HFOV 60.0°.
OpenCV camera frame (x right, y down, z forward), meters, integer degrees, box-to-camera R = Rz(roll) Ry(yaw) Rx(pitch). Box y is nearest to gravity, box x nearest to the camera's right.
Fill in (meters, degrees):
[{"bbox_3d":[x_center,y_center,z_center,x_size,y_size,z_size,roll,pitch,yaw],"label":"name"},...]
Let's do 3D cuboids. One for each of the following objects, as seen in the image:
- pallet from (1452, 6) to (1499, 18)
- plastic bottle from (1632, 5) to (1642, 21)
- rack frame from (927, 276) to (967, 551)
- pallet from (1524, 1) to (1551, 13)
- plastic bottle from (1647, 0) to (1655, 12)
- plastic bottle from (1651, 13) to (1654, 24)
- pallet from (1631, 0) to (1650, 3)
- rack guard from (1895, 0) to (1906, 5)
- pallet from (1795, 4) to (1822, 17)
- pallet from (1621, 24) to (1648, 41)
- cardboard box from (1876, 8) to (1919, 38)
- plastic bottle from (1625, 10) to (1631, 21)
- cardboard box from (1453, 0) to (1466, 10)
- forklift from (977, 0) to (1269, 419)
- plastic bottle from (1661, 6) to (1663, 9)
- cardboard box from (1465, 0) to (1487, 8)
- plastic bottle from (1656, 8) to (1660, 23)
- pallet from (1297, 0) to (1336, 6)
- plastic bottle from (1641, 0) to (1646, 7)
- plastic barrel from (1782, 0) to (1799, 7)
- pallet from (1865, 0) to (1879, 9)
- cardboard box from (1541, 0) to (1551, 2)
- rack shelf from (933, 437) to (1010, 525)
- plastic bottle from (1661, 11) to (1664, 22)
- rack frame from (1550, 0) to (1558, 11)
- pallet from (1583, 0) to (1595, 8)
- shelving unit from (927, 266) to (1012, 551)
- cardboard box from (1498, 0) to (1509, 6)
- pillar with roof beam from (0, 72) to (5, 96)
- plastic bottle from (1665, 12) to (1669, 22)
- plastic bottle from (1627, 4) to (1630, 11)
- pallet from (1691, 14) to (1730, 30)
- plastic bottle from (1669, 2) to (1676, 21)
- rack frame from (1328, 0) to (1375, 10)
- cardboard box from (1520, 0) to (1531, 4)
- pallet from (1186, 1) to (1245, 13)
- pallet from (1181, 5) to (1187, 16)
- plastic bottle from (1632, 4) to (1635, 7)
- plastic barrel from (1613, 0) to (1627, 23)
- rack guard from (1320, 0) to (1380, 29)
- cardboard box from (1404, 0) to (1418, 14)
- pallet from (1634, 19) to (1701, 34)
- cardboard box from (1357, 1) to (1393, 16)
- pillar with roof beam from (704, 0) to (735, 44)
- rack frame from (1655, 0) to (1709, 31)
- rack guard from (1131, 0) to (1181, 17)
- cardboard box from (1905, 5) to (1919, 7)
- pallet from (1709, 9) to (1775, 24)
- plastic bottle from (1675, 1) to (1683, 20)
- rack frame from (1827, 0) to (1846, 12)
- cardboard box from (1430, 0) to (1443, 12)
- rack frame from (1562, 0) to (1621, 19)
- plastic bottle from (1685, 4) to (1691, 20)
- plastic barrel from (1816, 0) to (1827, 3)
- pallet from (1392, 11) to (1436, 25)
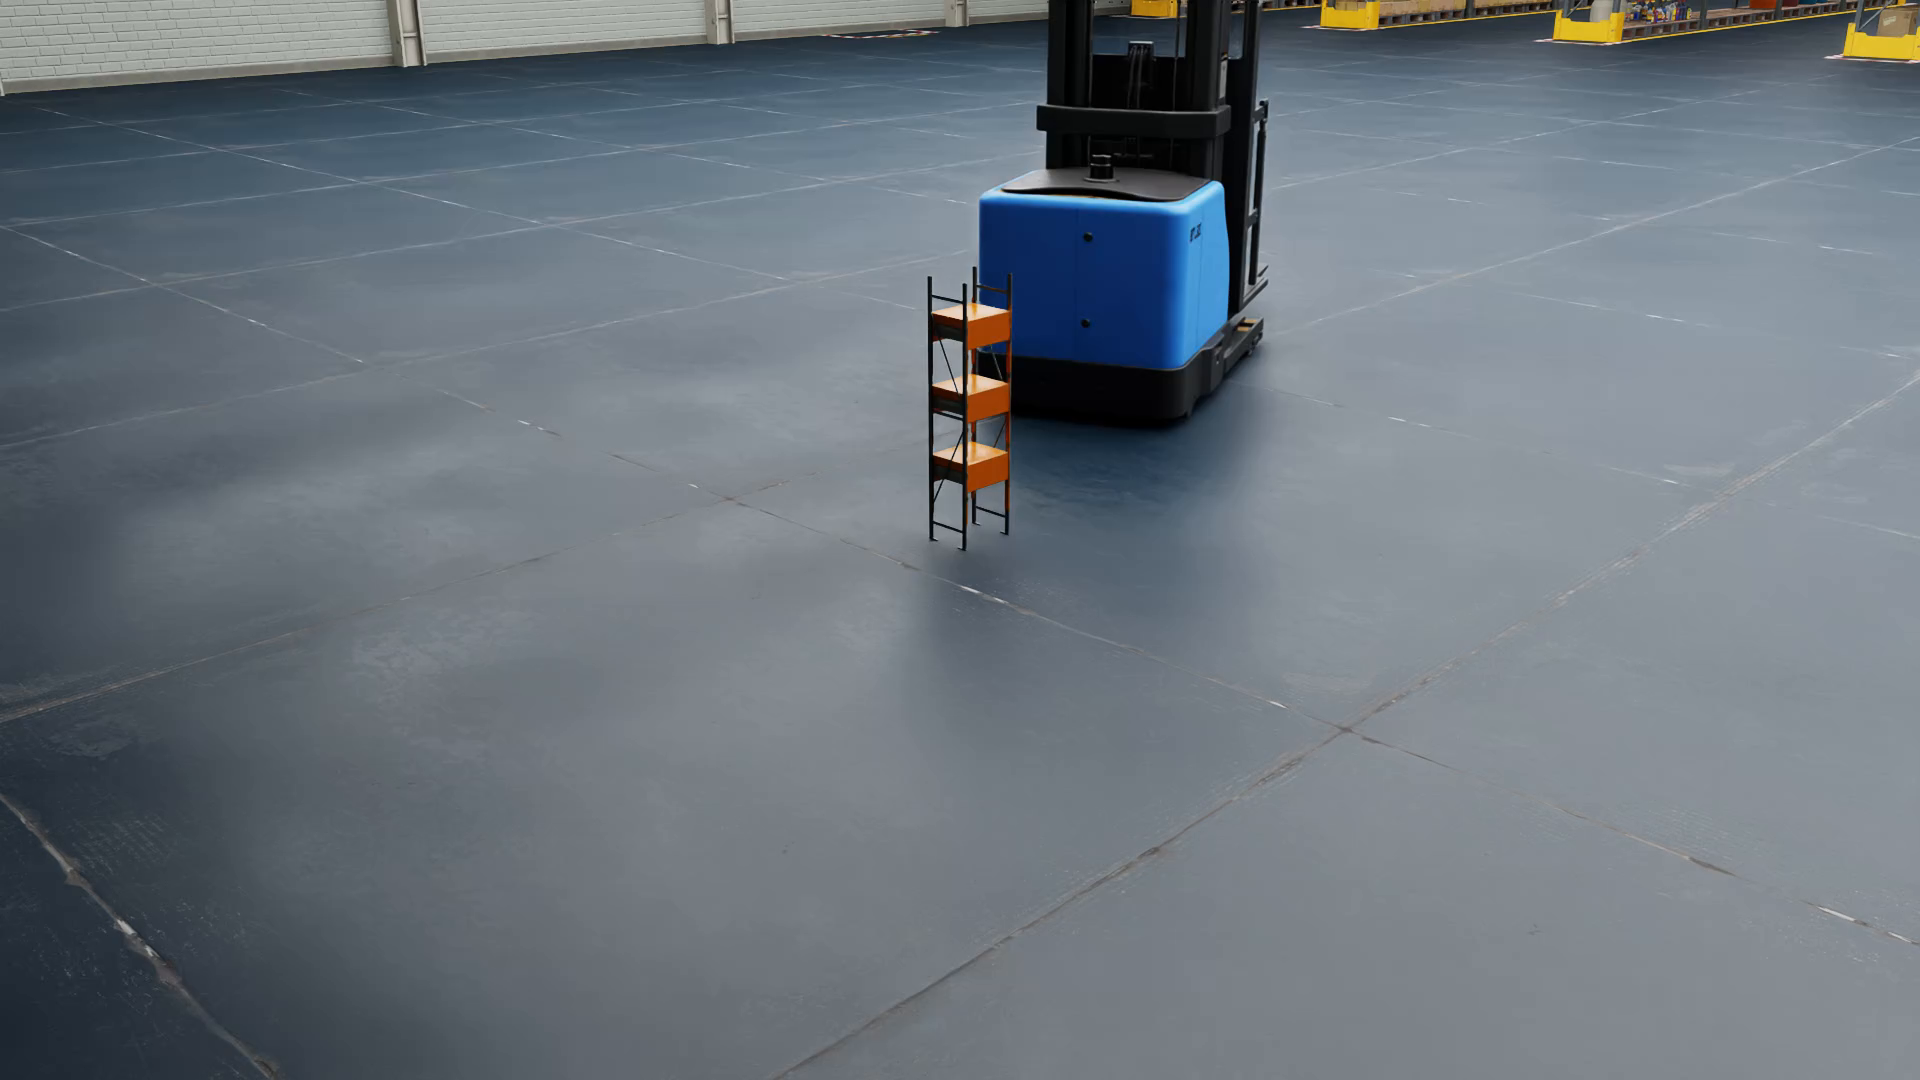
[{"bbox_3d":[11.079,-11.604,36.471,1.003,0.211,1.213,19,28,41],"label":"pallet"},{"bbox_3d":[12.975,-10.108,31.875,0.152,0.276,0.135,19,28,41],"label":"plastic bottle"},{"bbox_3d":[-0.048,-0.472,6.340,0.200,1.050,0.008,19,28,41],"label":"rack frame"},{"bbox_3d":[12.781,-12.231,38.103,1.003,0.211,1.213,19,28,41],"label":"pallet"},{"bbox_3d":[13.383,-10.295,32.258,0.144,0.351,0.185,19,28,41],"label":"plastic bottle"},{"bbox_3d":[12.910,-9.752,31.052,0.097,0.201,0.097,0,21,0],"label":"plastic bottle"},{"bbox_3d":[16.654,-13.638,41.762,1.003,0.211,1.213,19,28,41],"label":"pallet"},{"bbox_3d":[22.518,-13.393,40.723,1.175,0.500,0.348,19,28,41],"label":"rack guard"},{"bbox_3d":[18.301,-11.718,36.767,1.003,0.211,1.213,19,28,41],"label":"pallet"},{"bbox_3d":[11.939,-9.375,30.671,1.003,0.211,1.213,19,28,41],"label":"pallet"},{"bbox_3d":[15.346,-8.384,27.104,0.500,0.500,0.500,-14,25,-32],"label":"cardboard box"},{"bbox_3d":[12.711,-9.986,31.661,0.097,0.201,0.097,0,21,0],"label":"plastic bottle"},{"bbox_3d":[10.426,-11.445,35.418,0.500,0.250,0.500,19,28,41],"label":"cardboard box"},{"bbox_3d":[1.078,-2.435,8.825,1.130,2.935,3.031,8,22,20],"label":"forklift"},{"bbox_3d":[13.345,-10.019,31.633,0.061,0.283,0.133,19,28,41],"label":"plastic bottle"},{"bbox_3d":[11.052,-11.661,35.979,0.500,0.250,0.500,18,28,39],"label":"cardboard box"},{"bbox_3d":[13.076,-9.846,31.199,0.097,0.271,0.097,0,21,0],"label":"plastic bottle"},{"bbox_3d":[8.435,-13.160,40.518,1.003,0.211,1.213,19,28,41],"label":"pallet"},{"bbox_3d":[13.279,-10.331,32.352,0.185,0.351,0.144,-19,28,-41],"label":"plastic bottle"},{"bbox_3d":[18.047,-11.985,36.351,0.600,0.588,0.708,19,28,41],"label":"plastic barrel"},{"bbox_3d":[21.057,-12.735,39.412,1.003,0.211,1.213,19,28,41],"label":"pallet"},{"bbox_3d":[13.191,-12.451,38.035,0.500,0.250,0.500,-19,28,-41],"label":"cardboard box"},{"bbox_3d":[0.037,-0.234,6.526,0.215,0.259,0.240,19,28,41],"label":"rack shelf"},{"bbox_3d":[13.215,-9.864,31.345,0.097,0.201,0.097,0,21,0],"label":"plastic bottle"},{"bbox_3d":[13.384,-13.735,38.128,1.000,3.000,0.127,19,28,41],"label":"rack frame"},{"bbox_3d":[14.783,-12.928,39.915,1.003,0.211,1.213,19,28,41],"label":"pallet"},{"bbox_3d":[0.037,-0.504,6.422,0.215,1.050,0.252,19,28,41],"label":"shelving unit"},{"bbox_3d":[11.769,-11.926,36.668,0.500,0.250,0.500,18,28,39],"label":"cardboard box"},{"bbox_3d":[-9.539,-8.867,17.102,9.100,9.000,0.400,19,28,41],"label":"pillar with roof beam"},{"bbox_3d":[13.359,-9.917,31.482,0.097,0.201,0.097,0,21,0],"label":"plastic bottle"},{"bbox_3d":[12.721,-10.126,31.817,0.185,0.351,0.144,-19,28,-40],"label":"plastic bottle"},{"bbox_3d":[14.660,-10.376,33.276,1.003,0.211,1.213,19,28,41],"label":"pallet"},{"bbox_3d":[13.538,-10.065,31.659,0.144,0.351,0.185,19,28,40],"label":"plastic bottle"},{"bbox_3d":[7.803,-11.678,32.778,1.000,3.000,0.127,19,28,41],"label":"rack frame"},{"bbox_3d":[12.481,-12.189,37.354,0.500,0.250,0.500,-19,28,-41],"label":"cardboard box"},{"bbox_3d":[5.747,-12.147,37.884,1.003,0.211,1.213,19,28,41],"label":"pallet"},{"bbox_3d":[4.896,-11.835,37.072,1.003,0.211,1.213,19,28,41],"label":"pallet"},{"bbox_3d":[13.003,-10.219,32.154,0.133,0.283,0.061,-19,28,-40],"label":"plastic bottle"},{"bbox_3d":[12.103,-9.790,30.746,0.421,0.512,0.421,0,21,0],"label":"plastic barrel"},{"bbox_3d":[7.786,-10.505,33.210,1.175,0.500,0.348,19,28,41],"label":"rack guard"},{"bbox_3d":[9.032,-10.931,34.080,0.500,0.250,0.500,19,28,41],"label":"cardboard box"},{"bbox_3d":[13.641,-10.002,32.303,1.003,0.211,1.213,19,28,41],"label":"pallet"},{"bbox_3d":[8.336,-10.673,33.409,0.500,0.250,0.500,19,28,41],"label":"cardboard box"},{"bbox_3d":[-1.167,-11.952,25.127,9.100,9.000,0.400,19,28,41],"label":"pillar with roof beam"},{"bbox_3d":[14.140,-11.466,32.225,1.000,3.000,0.127,19,28,41],"label":"rack frame"},{"bbox_3d":[4.304,-11.770,36.500,1.175,0.500,0.348,19,28,41],"label":"rack guard"},{"bbox_3d":[16.188,-8.702,27.933,0.500,0.500,0.500,-17,27,-37],"label":"cardboard box"},{"bbox_3d":[16.362,-11.003,34.907,1.003,0.211,1.213,19,28,41],"label":"pallet"},{"bbox_3d":[13.763,-10.148,31.875,0.144,0.351,0.185,18,27,38],"label":"plastic bottle"},{"bbox_3d":[19.721,-13.522,37.575,1.000,3.000,0.127,19,28,41],"label":"rack frame"},{"bbox_3d":[9.732,-11.187,34.746,0.500,0.250,0.500,19,28,41],"label":"cardboard box"},{"bbox_3d":[11.349,-10.438,29.550,1.000,3.000,0.127,19,28,41],"label":"rack frame"},{"bbox_3d":[14.040,-10.197,32.097,0.133,0.283,0.061,-18,28,-39],"label":"plastic bottle"},{"bbox_3d":[19.329,-12.603,37.524,0.600,0.901,0.708,19,28,41],"label":"plastic barrel"},{"bbox_3d":[9.157,-10.896,34.629,1.003,0.211,1.213,19,28,41],"label":"pallet"}]
